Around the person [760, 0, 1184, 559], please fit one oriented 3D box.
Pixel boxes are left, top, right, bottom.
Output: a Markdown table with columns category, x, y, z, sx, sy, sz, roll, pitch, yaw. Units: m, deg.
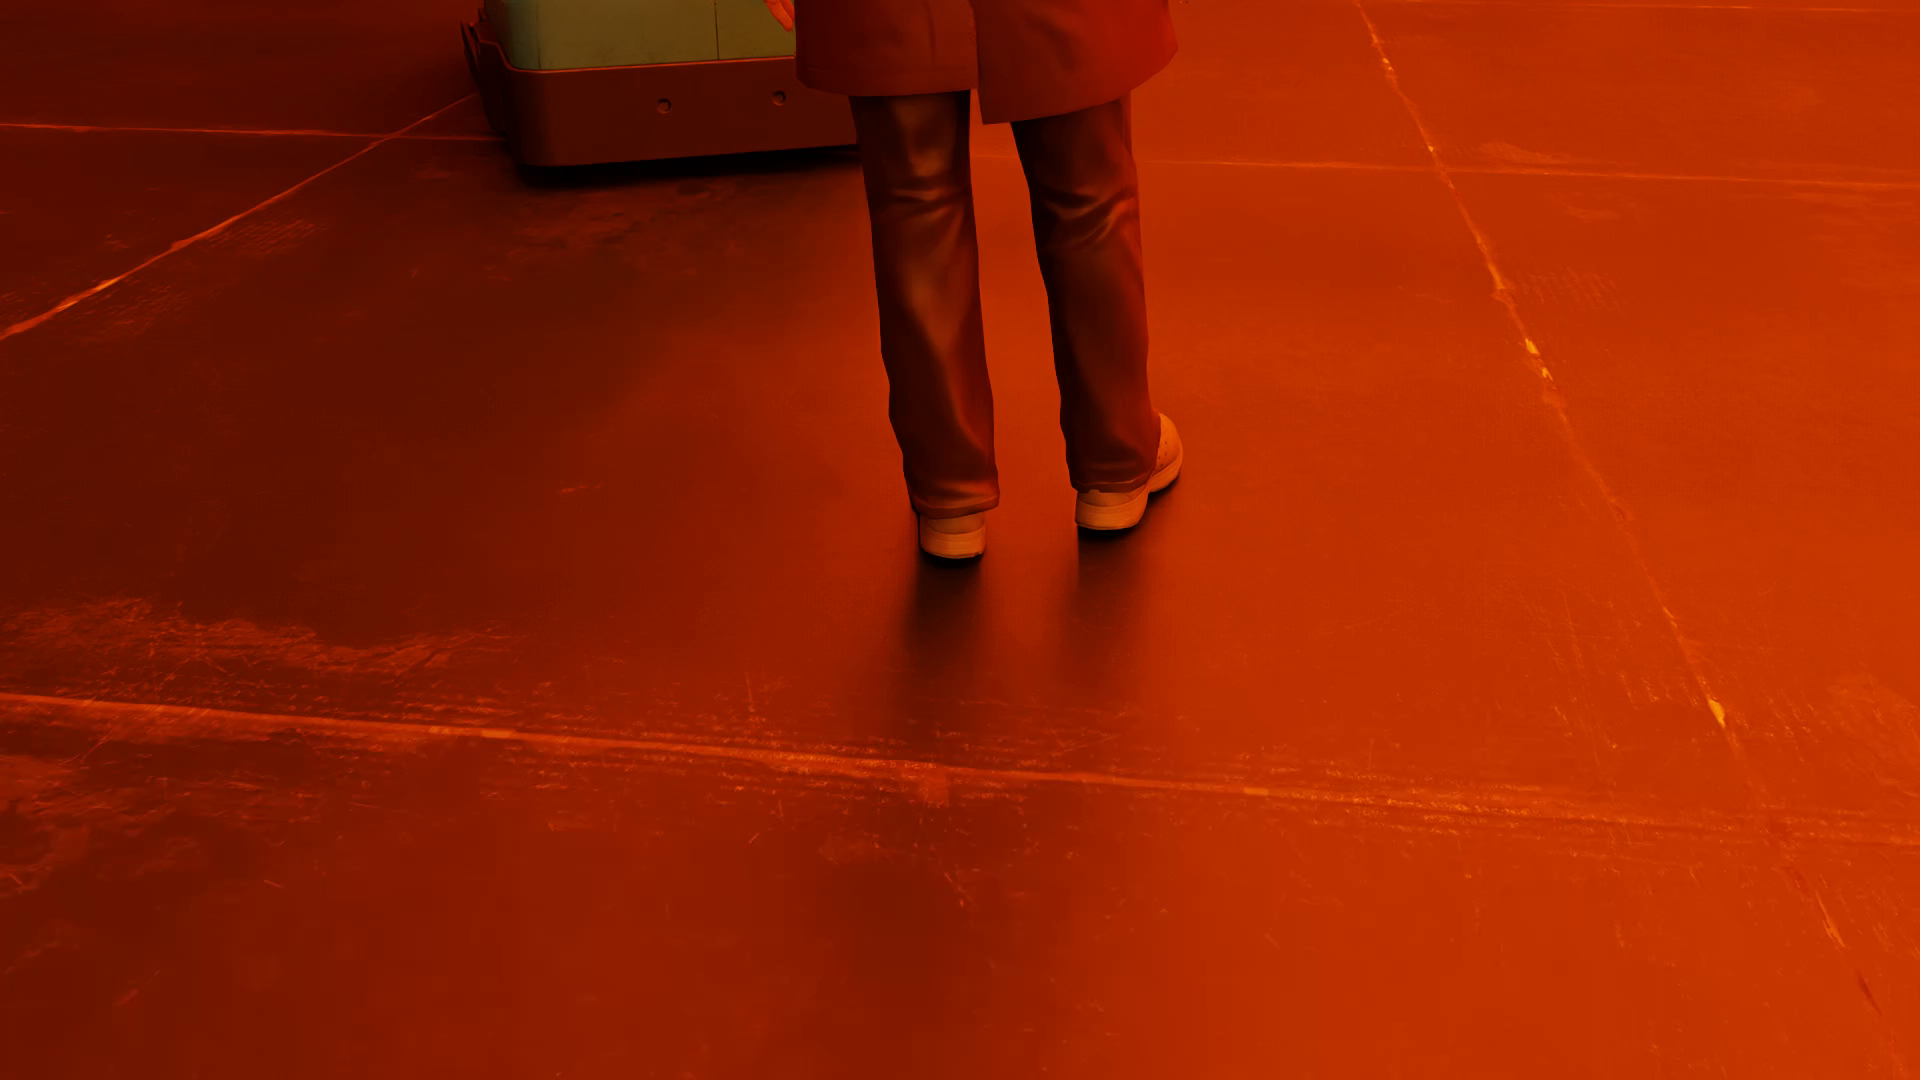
| category | x | y | z | sx | sy | sz | roll | pitch | yaw |
| --- | --- | --- | --- | --- | --- | --- | --- | --- | --- |
| person | 0.017 | -0.842 | 2.180 | 0.696 | 1.775 | 0.582 | 3 | 27 | 7 |

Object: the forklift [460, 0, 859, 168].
| category | x | y | z | sx | sy | sz | roll | pitch | yaw |
| --- | --- | --- | --- | --- | --- | --- | --- | --- | --- |
| forklift | -1.090 | -2.902 | 5.033 | 1.130 | 2.935 | 3.031 | -8 | 28 | -16 |
